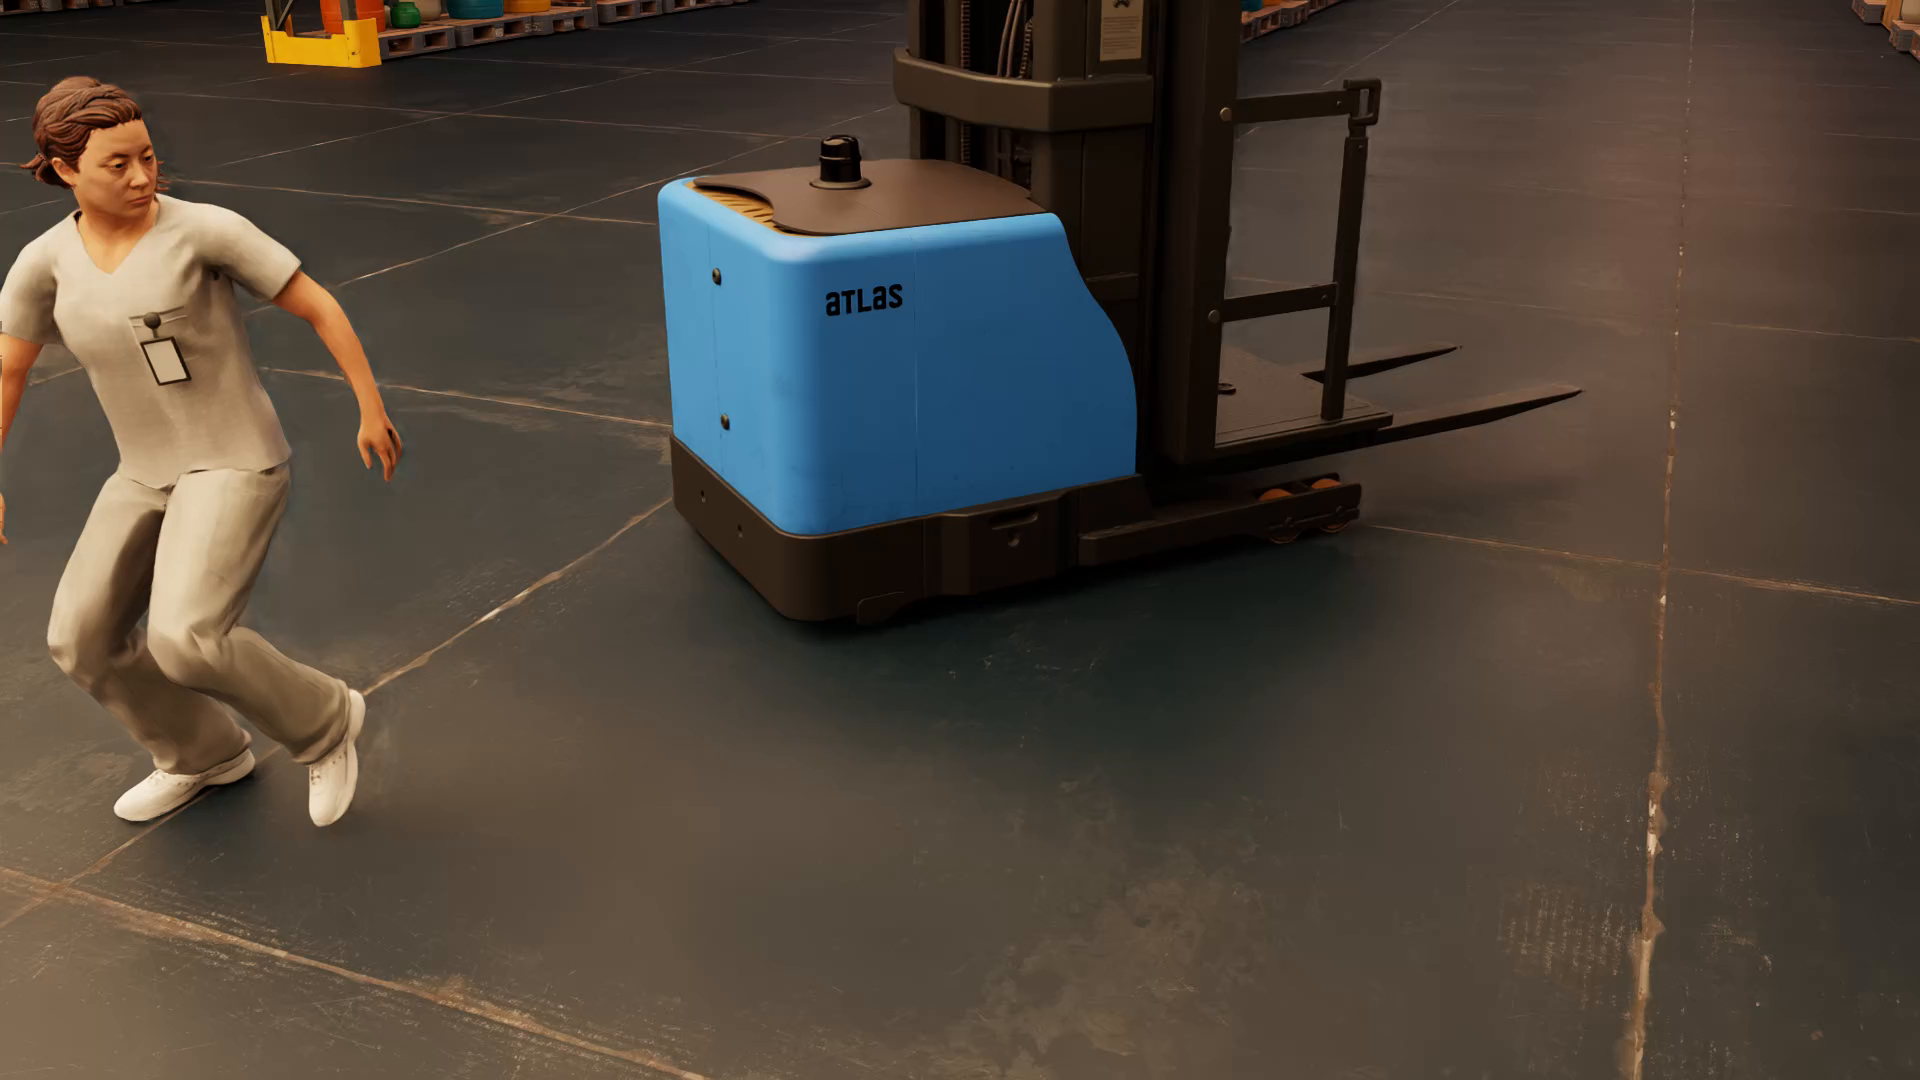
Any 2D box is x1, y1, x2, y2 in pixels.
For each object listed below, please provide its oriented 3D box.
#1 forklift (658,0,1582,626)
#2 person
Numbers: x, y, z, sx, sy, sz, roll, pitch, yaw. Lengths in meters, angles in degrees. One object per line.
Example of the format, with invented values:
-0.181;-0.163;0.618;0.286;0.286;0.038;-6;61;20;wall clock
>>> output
0.661;-1.507;4.898;3.031;2.935;1.130;-11;25;-25;forklift
-1.578;-0.123;3.359;0.705;1.575;0.545;7;24;16;person
